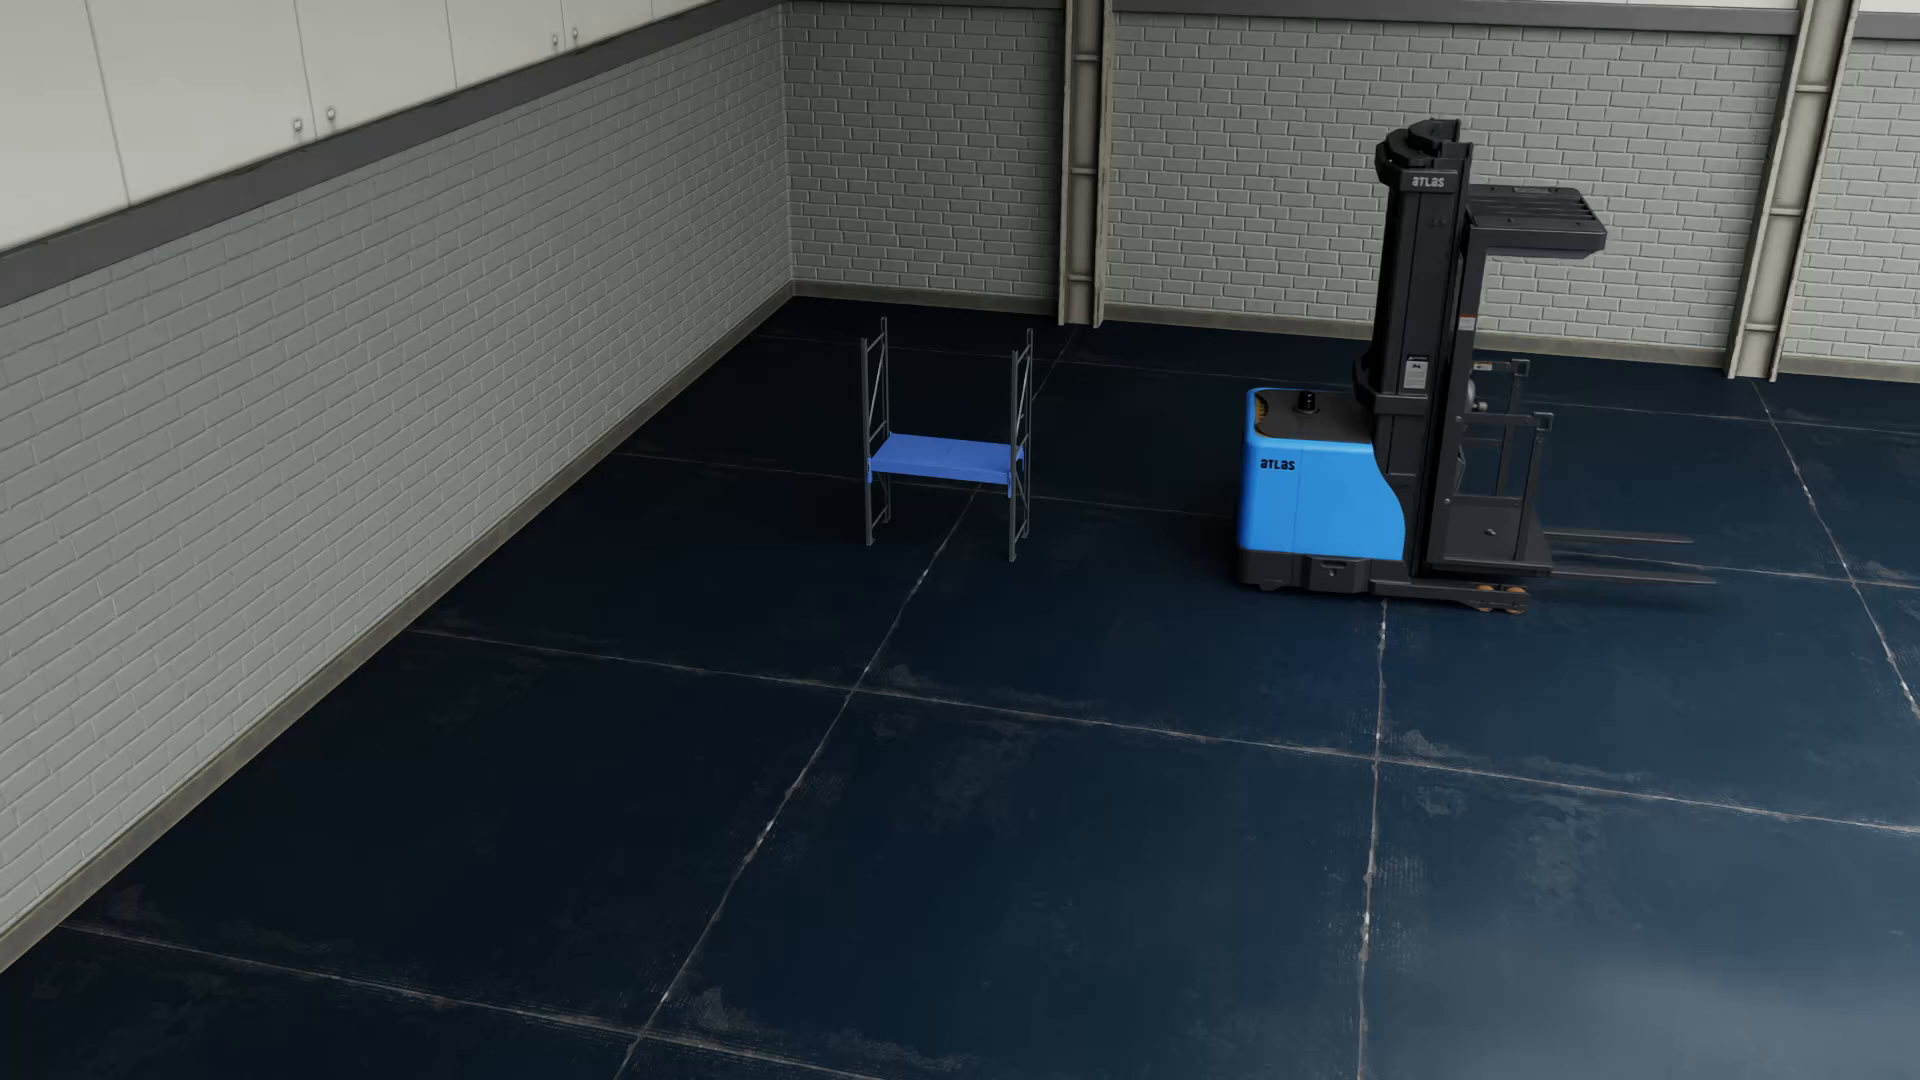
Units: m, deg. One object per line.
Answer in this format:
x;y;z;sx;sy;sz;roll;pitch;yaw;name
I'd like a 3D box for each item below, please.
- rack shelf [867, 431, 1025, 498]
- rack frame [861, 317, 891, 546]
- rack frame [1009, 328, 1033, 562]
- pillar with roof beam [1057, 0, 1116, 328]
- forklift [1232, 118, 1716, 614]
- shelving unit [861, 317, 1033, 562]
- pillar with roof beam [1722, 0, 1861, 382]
-0.083;-0.524;11.406;1.000;0.185;0.538;6;26;13;rack shelf
-0.575;-0.741;11.443;0.032;1.500;0.500;6;26;13;rack frame
0.410;-0.632;11.214;0.032;1.500;0.500;6;26;13;rack frame
0.094;-4.380;10.363;0.400;9.000;9.100;6;26;13;pillar with roof beam
3.356;-1.098;10.527;3.031;2.935;1.130;4;26;8;forklift
-0.083;-0.686;11.328;1.048;1.500;0.538;6;26;13;shelving unit
5.905;-3.737;9.014;0.400;9.000;9.100;6;26;13;pillar with roof beam
